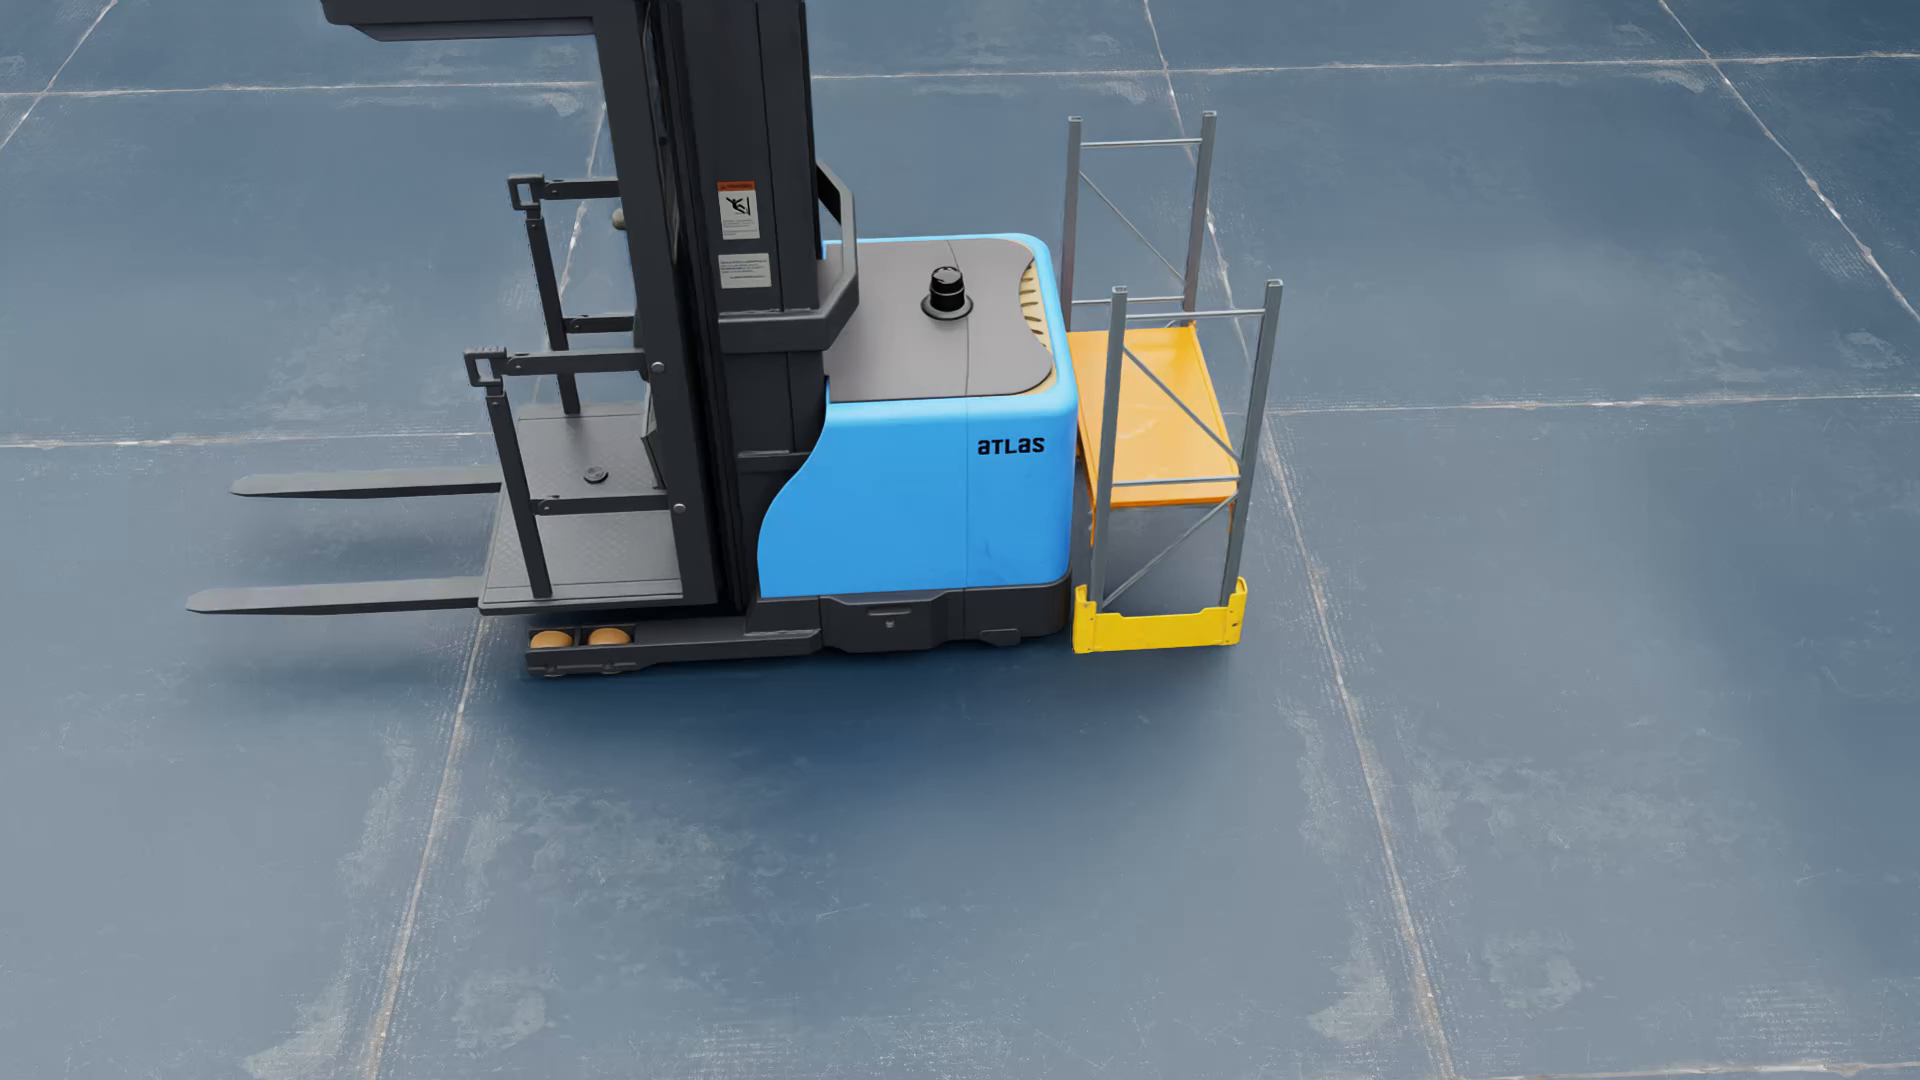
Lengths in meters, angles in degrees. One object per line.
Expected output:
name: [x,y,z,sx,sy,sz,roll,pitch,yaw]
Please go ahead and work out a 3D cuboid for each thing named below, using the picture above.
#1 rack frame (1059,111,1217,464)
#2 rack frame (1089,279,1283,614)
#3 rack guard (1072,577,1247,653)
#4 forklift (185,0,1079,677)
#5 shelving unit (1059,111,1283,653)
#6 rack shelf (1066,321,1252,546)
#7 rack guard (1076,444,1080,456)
rack frame: [0.614,-0.871,6.091,0.500,1.500,0.032,-3,43,-3]
rack frame: [0.691,-0.186,5.343,0.500,1.500,0.032,-3,43,-3]
rack guard: [0.690,0.261,5.780,0.587,0.250,0.087,-3,43,-3]
forklift: [-1.155,-0.980,5.150,3.031,2.935,1.130,-3,43,-3]
shelving unit: [0.652,-0.535,5.724,0.587,1.500,1.083,-3,43,-3]
rack shelf: [0.653,-0.396,5.839,0.538,0.185,1.000,-3,43,-3]
rack guard: [0.614,-0.410,6.512,0.587,0.250,0.087,-3,43,-3]
